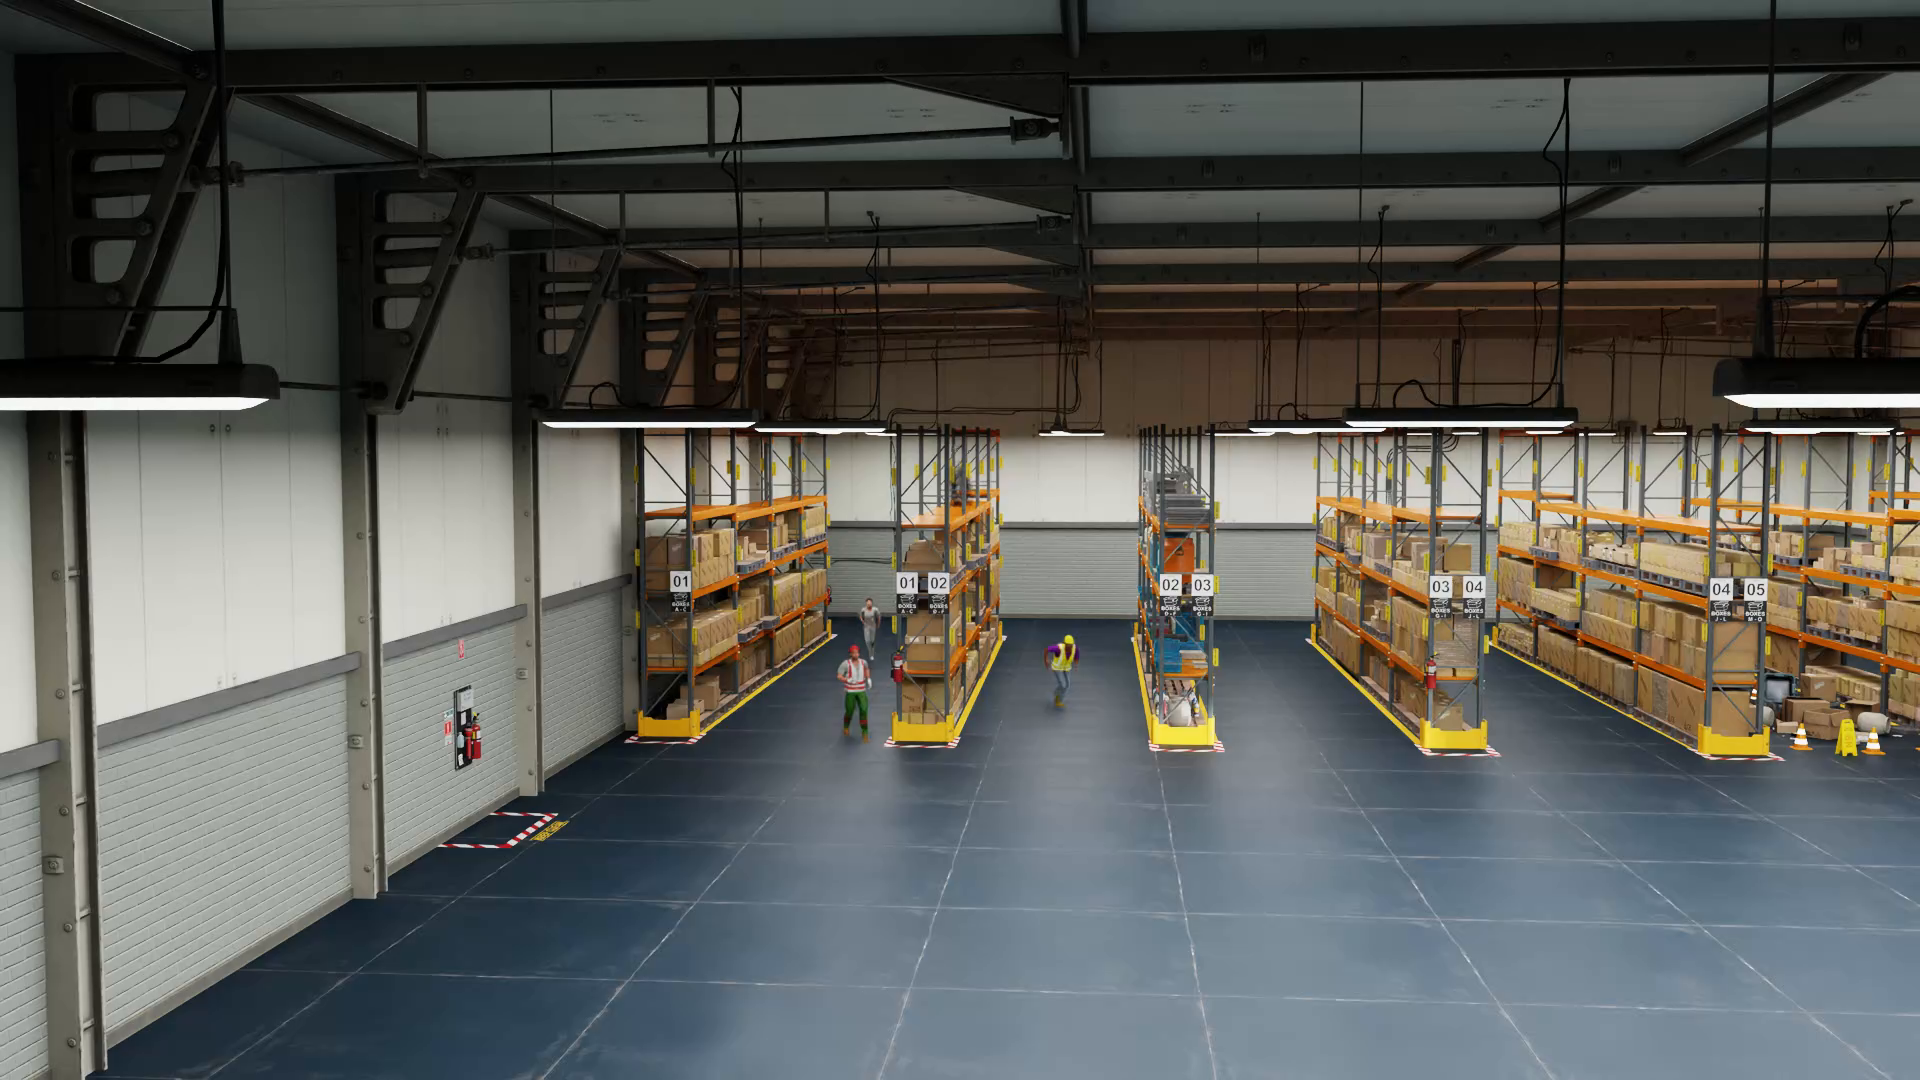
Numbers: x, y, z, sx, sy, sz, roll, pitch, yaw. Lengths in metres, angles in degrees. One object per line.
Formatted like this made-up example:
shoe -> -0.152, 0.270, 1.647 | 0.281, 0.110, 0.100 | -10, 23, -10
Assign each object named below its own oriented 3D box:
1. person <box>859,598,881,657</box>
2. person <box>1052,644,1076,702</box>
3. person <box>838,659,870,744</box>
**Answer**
person -> -2.335, 2.271, 43.160 | 0.550, 1.547, 0.652 | 0, 3, 4
person -> 2.176, 2.839, 35.390 | 0.445, 1.323, 0.632 | -1, 4, -22
person -> -2.015, 3.033, 31.578 | 0.637, 1.579, 0.870 | -1, 4, -20
